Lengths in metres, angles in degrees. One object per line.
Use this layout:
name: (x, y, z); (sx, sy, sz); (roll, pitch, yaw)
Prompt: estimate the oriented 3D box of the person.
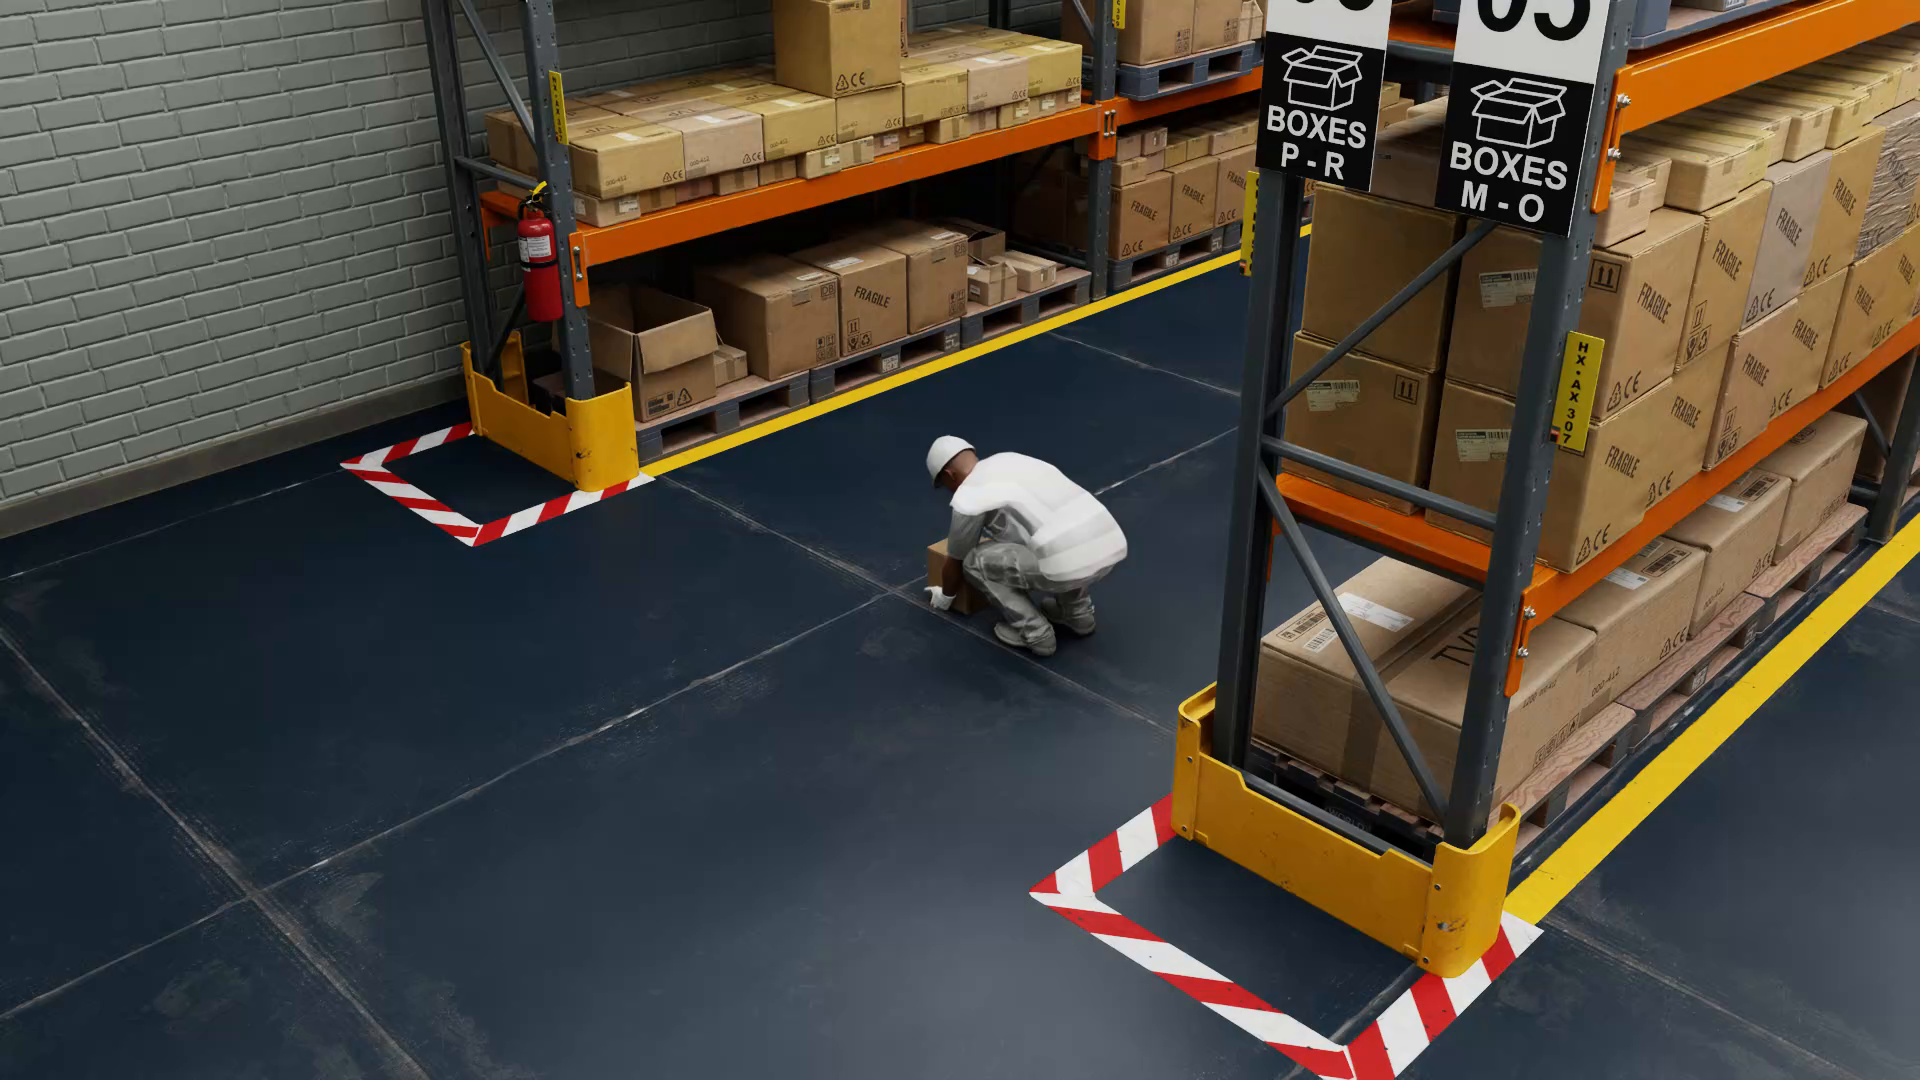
person: (0.245, 0.048, 7.172); (0.952, 0.864, 0.568); (24, 36, 38)
